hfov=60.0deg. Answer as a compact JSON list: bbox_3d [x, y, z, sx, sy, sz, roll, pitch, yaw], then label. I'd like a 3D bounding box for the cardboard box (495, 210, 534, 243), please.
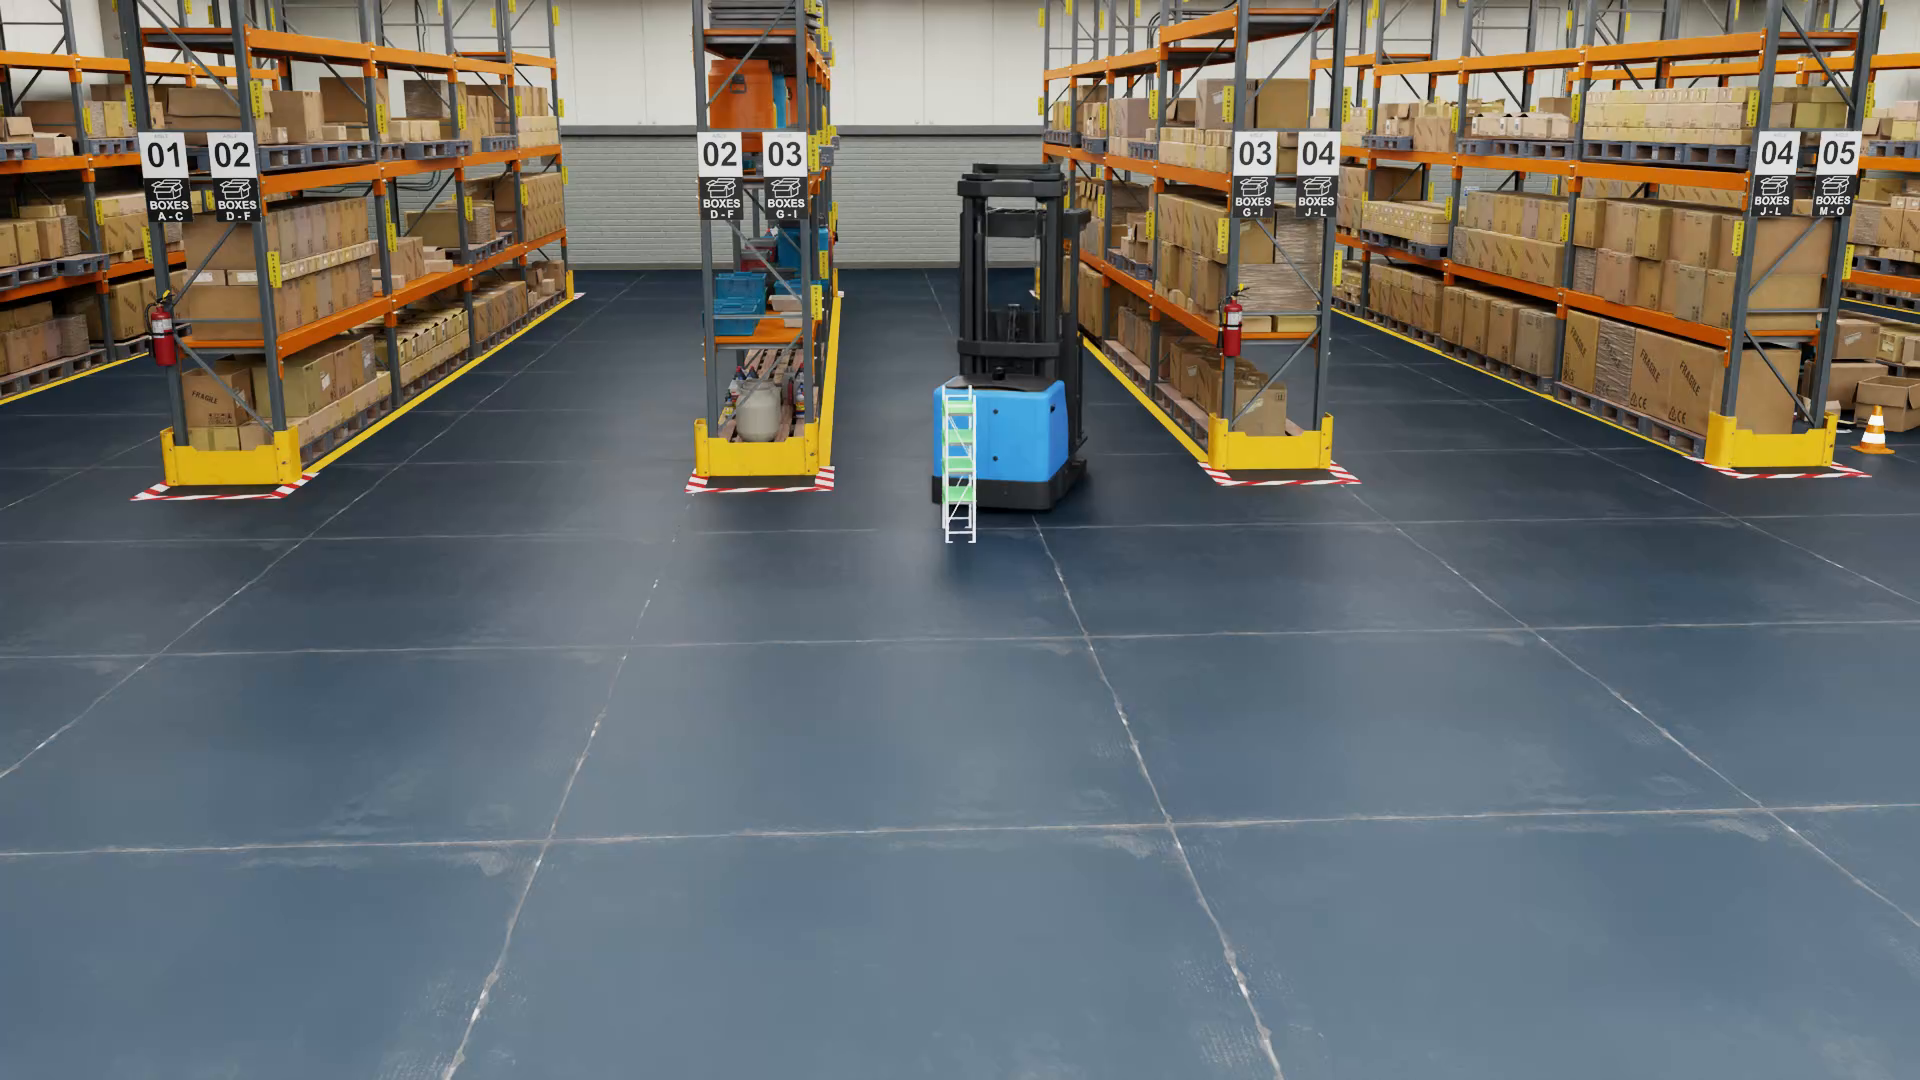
[{"bbox_3d":[-7.345,-5.180,27.437,0.500,0.500,0.500,-1,14,-2],"label":"cardboard box"}]

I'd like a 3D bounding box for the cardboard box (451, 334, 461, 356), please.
[{"bbox_3d":[-7.026,-2.622,22.372,0.500,0.250,0.500,-1,14,-4],"label":"cardboard box"}]

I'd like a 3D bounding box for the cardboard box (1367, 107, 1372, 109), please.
[{"bbox_3d":[6.966,-7.092,27.550,0.380,0.149,0.250,-2,15,-6],"label":"cardboard box"}]

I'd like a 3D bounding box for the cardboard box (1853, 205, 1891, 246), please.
[{"bbox_3d":[12.340,-4.205,22.209,0.500,0.500,0.500,-1,14,-6],"label":"cardboard box"}]

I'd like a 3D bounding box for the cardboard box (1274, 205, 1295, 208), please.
[{"bbox_3d":[3.259,-3.110,16.790,0.500,0.500,0.500,-1,14,-3],"label":"cardboard box"}]

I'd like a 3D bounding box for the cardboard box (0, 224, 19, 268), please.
[{"bbox_3d":[-12.131,-3.624,20.509,0.700,0.500,0.500,1,14,4],"label":"cardboard box"}]

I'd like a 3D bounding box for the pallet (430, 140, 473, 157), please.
[{"bbox_3d":[-7.206,-5.199,22.073,1.213,0.211,1.003,0,14,-1],"label":"pallet"}]

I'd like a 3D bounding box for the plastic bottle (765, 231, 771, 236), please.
[{"bbox_3d":[-2.884,-4.476,25.000,0.144,0.351,0.185,-1,14,-3],"label":"plastic bottle"}]

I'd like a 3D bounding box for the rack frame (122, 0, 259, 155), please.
[{"bbox_3d":[-6.842,-4.921,14.594,1.000,3.000,0.127,-1,14,-3],"label":"rack frame"}]

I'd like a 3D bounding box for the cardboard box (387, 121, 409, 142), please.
[{"bbox_3d":[-7.147,-5.070,20.652,0.500,0.250,0.500,-2,15,-8],"label":"cardboard box"}]

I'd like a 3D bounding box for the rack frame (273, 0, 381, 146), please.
[{"bbox_3d":[-7.090,-5.916,18.460,1.000,3.000,0.127,-1,14,-3],"label":"rack frame"}]

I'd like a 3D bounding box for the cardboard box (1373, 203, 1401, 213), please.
[{"bbox_3d":[6.861,-5.335,26.710,0.380,0.149,0.250,-1,14,-3],"label":"cardboard box"}]

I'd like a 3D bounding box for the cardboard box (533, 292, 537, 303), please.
[{"bbox_3d":[-7.459,-4.164,28.493,0.380,0.166,0.250,-1,14,-3],"label":"cardboard box"}]

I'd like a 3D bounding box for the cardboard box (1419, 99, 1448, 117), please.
[{"bbox_3d":[7.122,-6.497,25.001,0.396,0.266,0.258,-1,14,-3],"label":"cardboard box"}]

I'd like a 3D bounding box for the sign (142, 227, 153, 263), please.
[{"bbox_3d":[-7.384,-2.686,15.148,0.100,0.325,0.005,-1,14,-3],"label":"sign"}]

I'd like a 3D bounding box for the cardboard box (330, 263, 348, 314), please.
[{"bbox_3d":[-6.990,-2.693,17.772,0.700,0.500,0.500,-1,14,-3],"label":"cardboard box"}]

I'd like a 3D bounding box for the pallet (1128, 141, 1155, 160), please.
[{"bbox_3d":[2.798,-4.937,21.053,1.213,0.211,1.003,-1,14,-3],"label":"pallet"}]

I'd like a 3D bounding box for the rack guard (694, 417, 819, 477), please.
[{"bbox_3d":[-1.950,-0.899,16.017,1.175,0.500,0.348,-1,14,-3],"label":"rack guard"}]

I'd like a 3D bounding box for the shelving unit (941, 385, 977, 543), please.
[{"bbox_3d":[-0.010,-0.622,13.537,0.258,1.200,0.503,-1,14,-3],"label":"shelving unit"}]

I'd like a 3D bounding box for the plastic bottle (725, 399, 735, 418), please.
[{"bbox_3d":[-2.449,-1.399,17.678,0.097,0.201,0.097,0,14,0],"label":"plastic bottle"}]

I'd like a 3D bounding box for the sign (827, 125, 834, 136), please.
[{"bbox_3d":[-2.092,-6.541,26.890,0.100,0.325,0.005,-1,14,-3],"label":"sign"}]

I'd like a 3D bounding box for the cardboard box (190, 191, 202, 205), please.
[{"bbox_3d":[-12.245,-5.376,26.058,0.500,0.250,0.500,-1,14,-2],"label":"cardboard box"}]

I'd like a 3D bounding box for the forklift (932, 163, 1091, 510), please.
[{"bbox_3d":[0.593,-2.000,15.419,1.130,2.935,3.031,3,15,13],"label":"forklift"}]

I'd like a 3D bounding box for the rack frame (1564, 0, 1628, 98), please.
[{"bbox_3d":[11.945,-9.205,31.245,1.000,3.000,0.127,-1,14,-3],"label":"rack frame"}]

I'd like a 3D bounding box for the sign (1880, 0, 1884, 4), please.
[{"bbox_3d":[12.982,-7.717,23.428,0.100,0.325,0.005,-1,14,-3],"label":"sign"}]

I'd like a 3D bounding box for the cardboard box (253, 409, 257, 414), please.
[{"bbox_3d":[-7.213,-1.141,16.615,0.500,0.250,0.500,-1,14,-3],"label":"cardboard box"}]

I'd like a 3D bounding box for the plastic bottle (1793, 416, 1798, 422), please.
[{"bbox_3d":[9.286,-1.365,18.709,0.283,0.061,0.133,-6,16,-23],"label":"plastic bottle"}]

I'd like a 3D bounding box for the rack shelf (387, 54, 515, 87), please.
[{"bbox_3d":[-7.462,-6.866,24.399,1.077,0.370,4.000,-1,14,-3],"label":"rack shelf"}]

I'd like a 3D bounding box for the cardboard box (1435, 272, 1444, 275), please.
[{"bbox_3d":[7.656,-3.989,25.681,0.500,0.250,0.500,-1,14,-3],"label":"cardboard box"}]

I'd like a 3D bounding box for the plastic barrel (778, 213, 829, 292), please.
[{"bbox_3d":[-1.867,-3.430,19.830,0.600,0.901,0.708,-1,14,-3],"label":"plastic barrel"}]

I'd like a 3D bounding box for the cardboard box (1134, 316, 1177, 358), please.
[{"bbox_3d":[2.700,-2.715,22.192,0.700,0.500,0.500,0,14,1],"label":"cardboard box"}]

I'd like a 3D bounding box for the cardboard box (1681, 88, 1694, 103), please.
[{"bbox_3d":[7.581,-4.519,16.911,0.380,0.149,0.250,-1,14,-3],"label":"cardboard box"}]

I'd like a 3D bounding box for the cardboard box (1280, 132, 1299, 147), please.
[{"bbox_3d":[3.259,-3.813,15.807,0.380,0.149,0.250,-1,14,-4],"label":"cardboard box"}]

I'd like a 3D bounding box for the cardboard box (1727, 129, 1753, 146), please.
[{"bbox_3d":[7.643,-3.880,16.026,0.380,0.149,0.250,-1,14,-4],"label":"cardboard box"}]

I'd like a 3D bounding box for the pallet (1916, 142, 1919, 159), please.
[{"bbox_3d":[12.757,-4.832,20.646,1.213,0.211,1.003,-1,14,-3],"label":"pallet"}]

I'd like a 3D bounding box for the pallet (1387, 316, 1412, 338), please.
[{"bbox_3d":[7.387,-3.355,26.144,1.003,0.211,1.213,-1,14,-3],"label":"pallet"}]

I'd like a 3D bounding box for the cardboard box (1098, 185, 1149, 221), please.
[{"bbox_3d":[2.483,-5.036,24.865,0.797,0.503,0.637,-1,14,-2],"label":"cardboard box"}]

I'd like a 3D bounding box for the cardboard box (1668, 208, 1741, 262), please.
[{"bbox_3d":[7.993,-3.184,17.415,0.875,0.550,0.550,-1,14,-3],"label":"cardboard box"}]

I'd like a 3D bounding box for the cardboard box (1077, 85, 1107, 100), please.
[{"bbox_3d":[2.250,-7.502,27.896,0.500,0.250,0.500,-2,15,-7],"label":"cardboard box"}]

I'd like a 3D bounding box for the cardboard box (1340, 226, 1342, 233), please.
[{"bbox_3d":[6.925,-5.475,29.289,0.380,0.149,0.250,-1,14,-4],"label":"cardboard box"}]

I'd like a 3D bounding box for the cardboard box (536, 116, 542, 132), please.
[{"bbox_3d":[-7.451,-7.120,28.458,0.500,0.250,0.500,-1,14,-3],"label":"cardboard box"}]

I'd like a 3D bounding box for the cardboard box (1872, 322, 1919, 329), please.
[{"bbox_3d":[12.561,-2.728,22.542,0.950,0.372,0.625,0,14,-2],"label":"cardboard box"}]

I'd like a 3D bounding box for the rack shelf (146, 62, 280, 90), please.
[{"bbox_3d":[-12.653,-7.783,27.965,1.077,0.370,4.000,-1,14,-3],"label":"rack shelf"}]

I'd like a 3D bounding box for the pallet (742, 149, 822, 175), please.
[{"bbox_3d":[-1.852,-3.660,16.090,1.003,0.211,1.213,-1,14,-3],"label":"pallet"}]

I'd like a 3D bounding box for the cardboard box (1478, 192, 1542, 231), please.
[{"bbox_3d":[7.557,-4.504,22.804,0.700,0.500,0.500,-1,14,-4],"label":"cardboard box"}]

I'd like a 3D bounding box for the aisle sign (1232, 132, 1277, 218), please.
[{"bbox_3d":[2.750,-3.407,15.530,0.394,0.787,0.004,-1,14,-3],"label":"aisle sign"}]

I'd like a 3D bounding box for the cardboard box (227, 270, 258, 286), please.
[{"bbox_3d":[-6.651,-2.479,15.640,0.380,0.149,0.250,-1,14,-4],"label":"cardboard box"}]

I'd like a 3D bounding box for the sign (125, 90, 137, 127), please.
[{"bbox_3d":[-7.384,-3.854,14.848,0.100,0.325,0.005,-1,14,-3],"label":"sign"}]

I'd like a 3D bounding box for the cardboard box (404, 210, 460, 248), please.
[{"bbox_3d":[-7.489,-4.412,23.611,0.700,0.500,0.500,-6,16,-22],"label":"cardboard box"}]

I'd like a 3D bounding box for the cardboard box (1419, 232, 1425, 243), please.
[{"bbox_3d":[7.004,-4.468,24.533,0.380,0.149,0.250,-1,14,-4],"label":"cardboard box"}]

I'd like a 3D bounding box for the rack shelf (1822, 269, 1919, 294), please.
[{"bbox_3d":[12.565,-3.465,22.416,1.077,0.370,4.000,-1,14,-3],"label":"rack shelf"}]

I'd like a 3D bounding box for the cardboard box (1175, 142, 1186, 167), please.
[{"bbox_3d":[2.628,-4.172,18.001,0.500,0.250,0.500,-1,15,-6],"label":"cardboard box"}]

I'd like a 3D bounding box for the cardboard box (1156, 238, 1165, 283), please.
[{"bbox_3d":[2.764,-3.242,19.310,0.875,0.500,0.500,-1,14,-3],"label":"cardboard box"}]

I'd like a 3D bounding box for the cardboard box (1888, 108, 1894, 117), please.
[{"bbox_3d":[16.812,-7.523,29.427,0.500,0.250,0.500,-1,14,-2],"label":"cardboard box"}]

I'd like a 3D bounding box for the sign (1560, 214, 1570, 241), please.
[{"bbox_3d":[7.213,-3.726,19.822,0.100,0.325,0.005,-1,14,-3],"label":"sign"}]

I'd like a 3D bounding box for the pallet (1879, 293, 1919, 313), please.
[{"bbox_3d":[17.105,-4.203,29.439,1.003,0.211,1.213,-1,14,-3],"label":"pallet"}]
